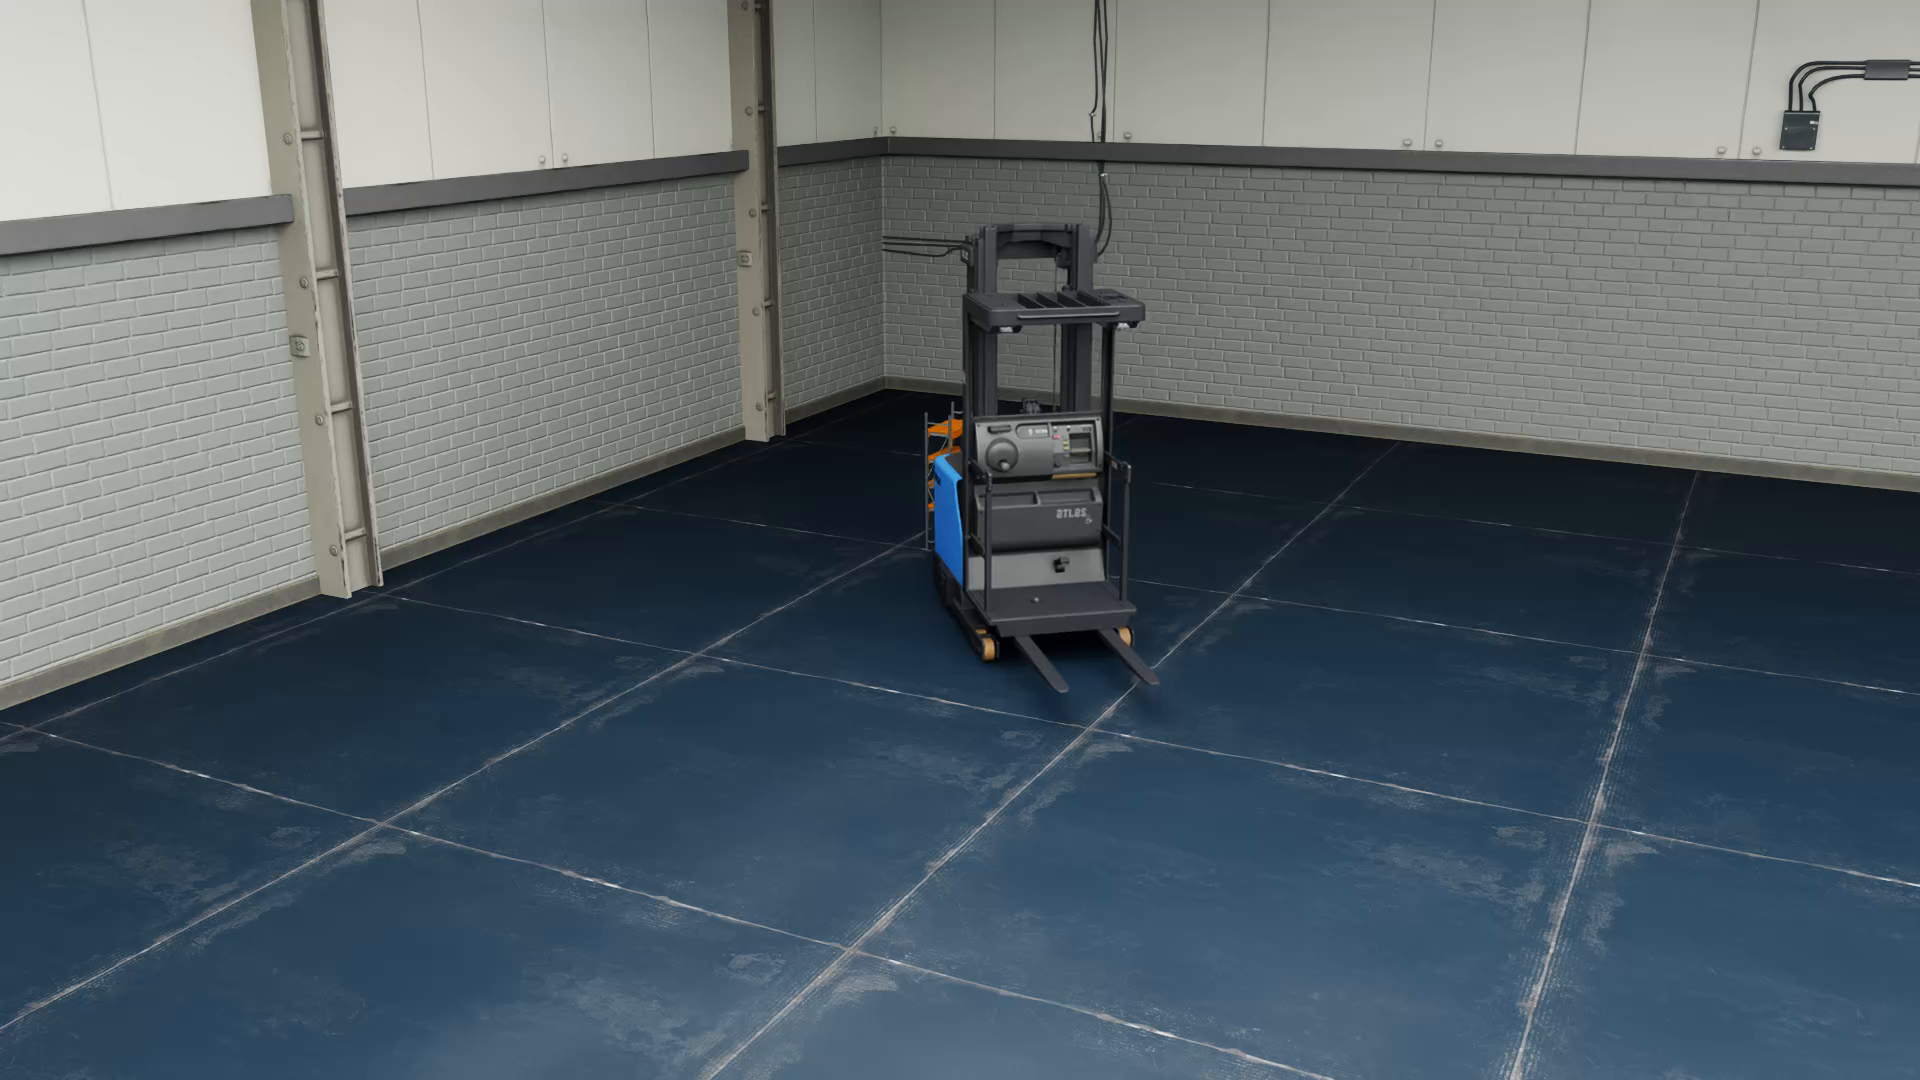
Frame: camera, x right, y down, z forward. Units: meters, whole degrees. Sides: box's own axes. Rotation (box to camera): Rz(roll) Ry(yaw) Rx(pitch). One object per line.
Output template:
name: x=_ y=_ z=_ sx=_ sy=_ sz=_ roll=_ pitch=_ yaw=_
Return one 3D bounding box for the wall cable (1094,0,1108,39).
wall cable: x=2.763 y=-6.624 z=17.606 sx=3.097 sy=2.526 sz=0.112 roll=8 pitch=18 yaw=25

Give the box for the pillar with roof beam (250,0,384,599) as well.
pillar with roof beam: x=-0.986 y=-3.378 z=10.092 sx=9.100 sy=9.000 sz=0.400 roll=8 pitch=18 yaw=25

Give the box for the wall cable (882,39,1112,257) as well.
wall cable: x=0.343 y=-4.547 z=19.484 sx=3.097 sy=2.526 sz=0.112 roll=8 pitch=18 yaw=25

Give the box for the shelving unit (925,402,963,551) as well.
shelving unit: x=-0.074 y=-0.533 z=14.212 sx=0.258 sy=1.200 sz=0.503 roll=8 pitch=18 yaw=25

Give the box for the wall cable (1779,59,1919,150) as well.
wall cable: x=8.829 y=-6.454 z=14.477 sx=2.305 sy=6.003 sz=0.169 roll=8 pitch=18 yaw=25

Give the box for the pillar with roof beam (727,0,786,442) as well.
pillar with roof beam: x=1.695 y=-4.906 z=15.237 sx=9.100 sy=9.000 sz=0.400 roll=8 pitch=18 yaw=25

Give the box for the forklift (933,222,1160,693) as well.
forklift: x=0.614 y=-0.672 z=11.639 sx=1.130 sy=2.935 sz=3.031 roll=-4 pitch=17 yaw=-12

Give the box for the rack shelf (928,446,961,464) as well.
rack shelf: x=-0.074 y=-0.683 z=14.167 sx=0.258 sy=0.148 sz=0.480 roll=8 pitch=18 yaw=25

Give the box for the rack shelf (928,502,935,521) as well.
rack shelf: x=-0.074 y=-0.278 z=14.287 sx=0.258 sy=0.148 sz=0.480 roll=8 pitch=18 yaw=25

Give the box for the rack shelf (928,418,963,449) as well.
rack shelf: x=-0.074 y=-0.910 z=14.100 sx=0.258 sy=0.148 sz=0.480 roll=8 pitch=18 yaw=25

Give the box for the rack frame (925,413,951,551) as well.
rack frame: x=-0.183 y=-0.471 z=14.002 sx=0.240 sy=1.200 sz=0.015 roll=8 pitch=18 yaw=25

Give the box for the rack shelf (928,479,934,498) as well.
rack shelf: x=-0.074 y=-0.469 z=14.231 sx=0.258 sy=0.148 sz=0.480 roll=8 pitch=18 yaw=25

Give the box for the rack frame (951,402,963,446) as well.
rack frame: x=0.035 y=-0.595 z=14.421 sx=0.240 sy=1.200 sz=0.015 roll=8 pitch=18 yaw=25
